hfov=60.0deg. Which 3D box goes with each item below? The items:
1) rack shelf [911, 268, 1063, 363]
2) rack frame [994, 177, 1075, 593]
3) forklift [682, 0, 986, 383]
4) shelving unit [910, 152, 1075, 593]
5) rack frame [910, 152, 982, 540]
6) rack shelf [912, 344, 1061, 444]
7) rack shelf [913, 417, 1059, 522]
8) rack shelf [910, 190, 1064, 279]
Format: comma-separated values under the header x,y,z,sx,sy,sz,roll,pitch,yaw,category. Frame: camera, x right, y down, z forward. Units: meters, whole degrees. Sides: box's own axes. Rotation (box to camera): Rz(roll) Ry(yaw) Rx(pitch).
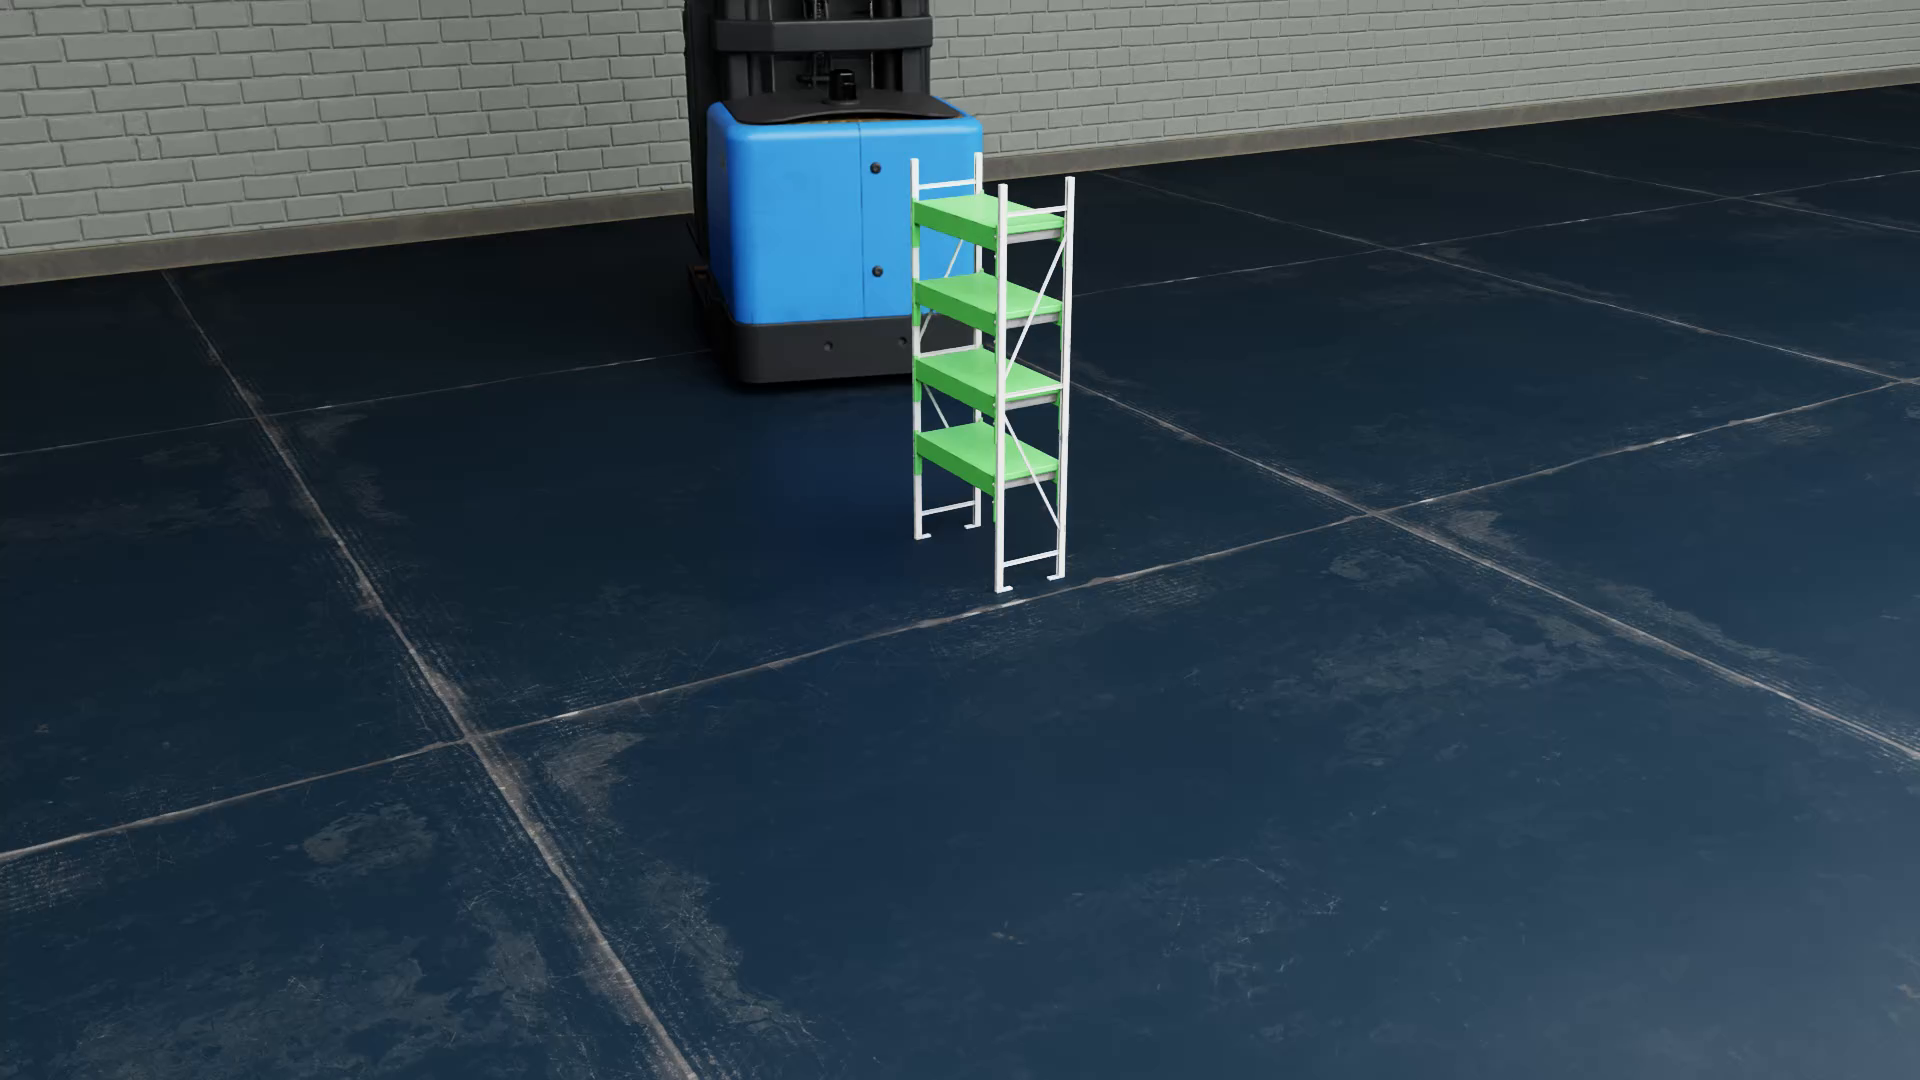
x,y,z,sx,sy,sz,roll,pitch,yaw,category
0.085,-0.665,4.887,0.258,0.148,0.480,-13,25,-28,rack shelf
0.209,-0.423,4.759,0.240,1.200,0.015,-13,25,-28,rack frame
-0.734,-2.510,7.595,1.130,2.935,3.031,-5,23,-12,forklift
0.085,-0.502,4.954,0.258,1.200,0.503,-13,25,-28,shelving unit
-0.040,-0.581,5.148,0.240,1.200,0.015,-13,25,-28,rack frame
0.085,-0.443,4.978,0.258,0.148,0.480,-13,25,-28,rack shelf
0.085,-0.221,5.068,0.258,0.148,0.480,-13,25,-28,rack shelf
0.085,-0.888,4.797,0.258,0.148,0.480,-13,25,-28,rack shelf
